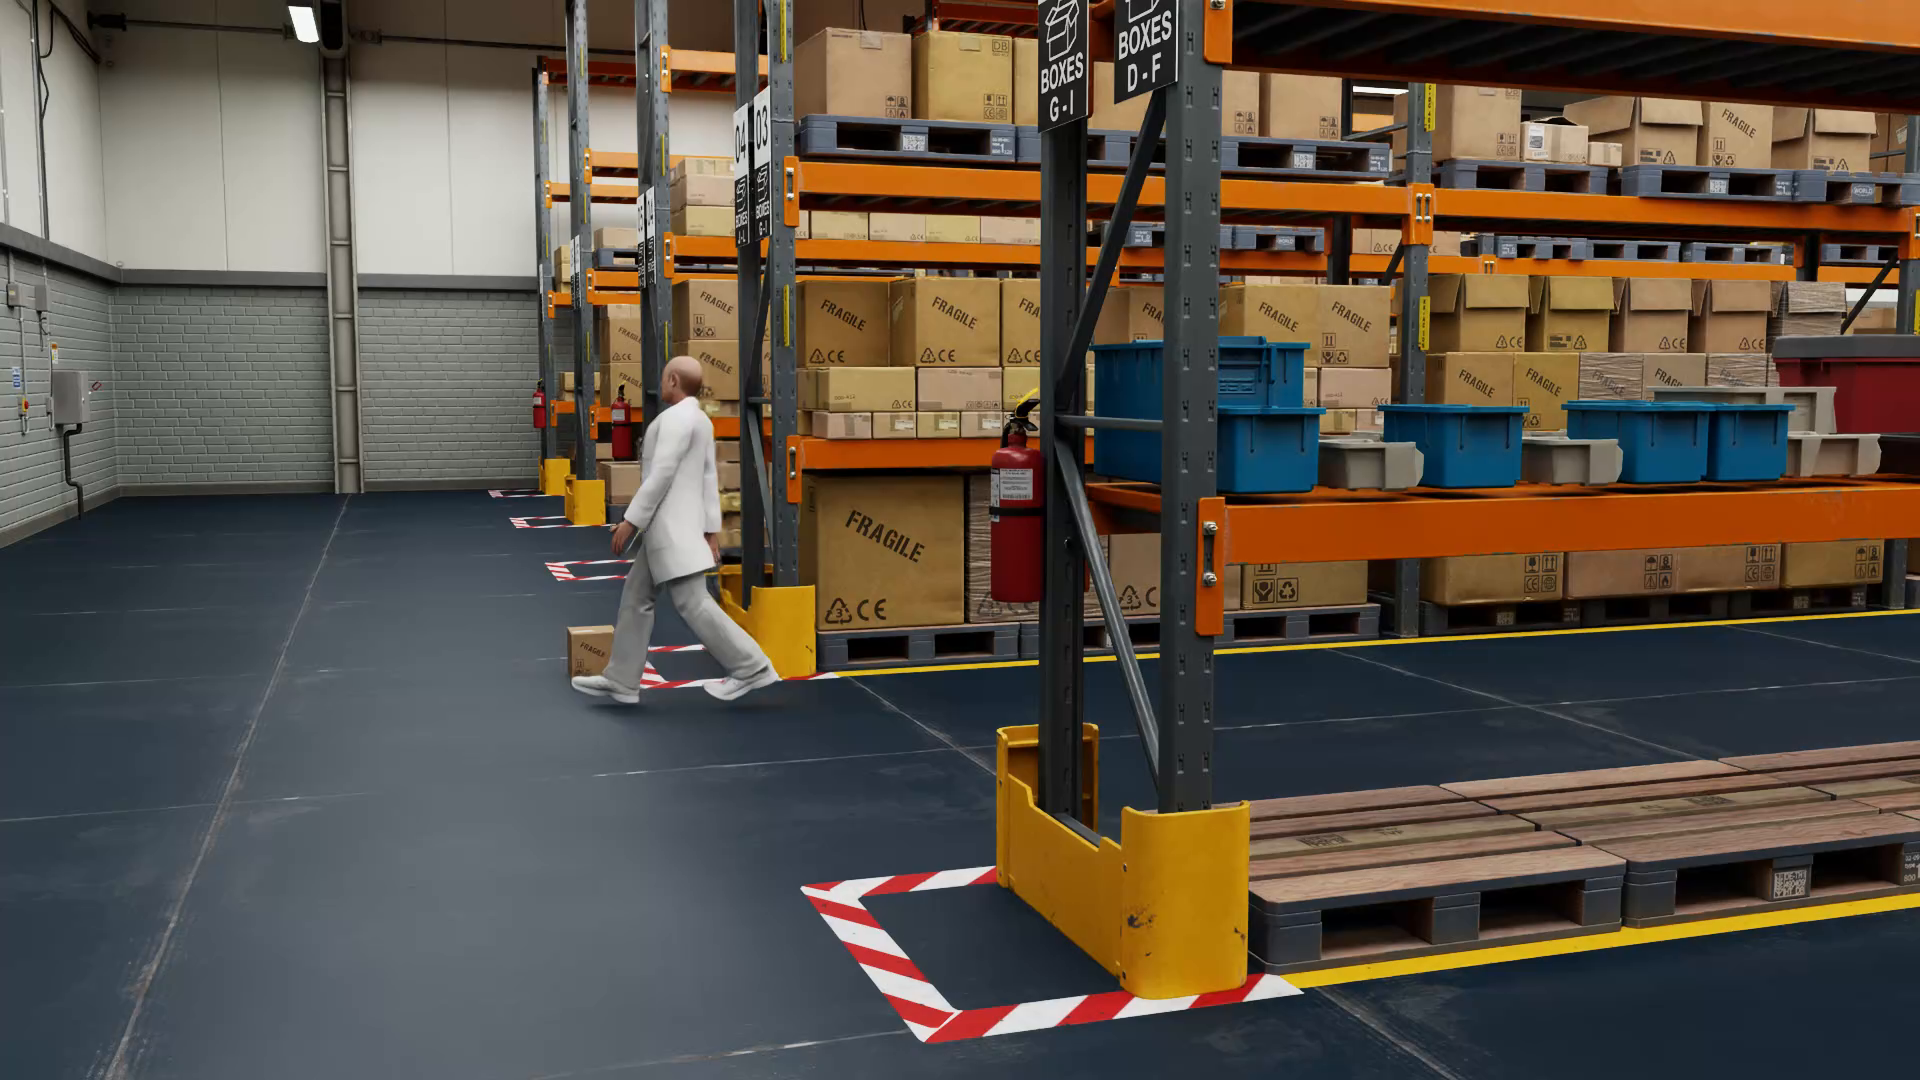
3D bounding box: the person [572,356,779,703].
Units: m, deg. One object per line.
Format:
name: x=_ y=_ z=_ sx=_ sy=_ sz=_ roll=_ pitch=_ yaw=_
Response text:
person: x=-1.430 y=-0.046 z=8.280 sx=1.076 sy=1.732 sz=0.594 roll=0 pitch=6 yaw=2
